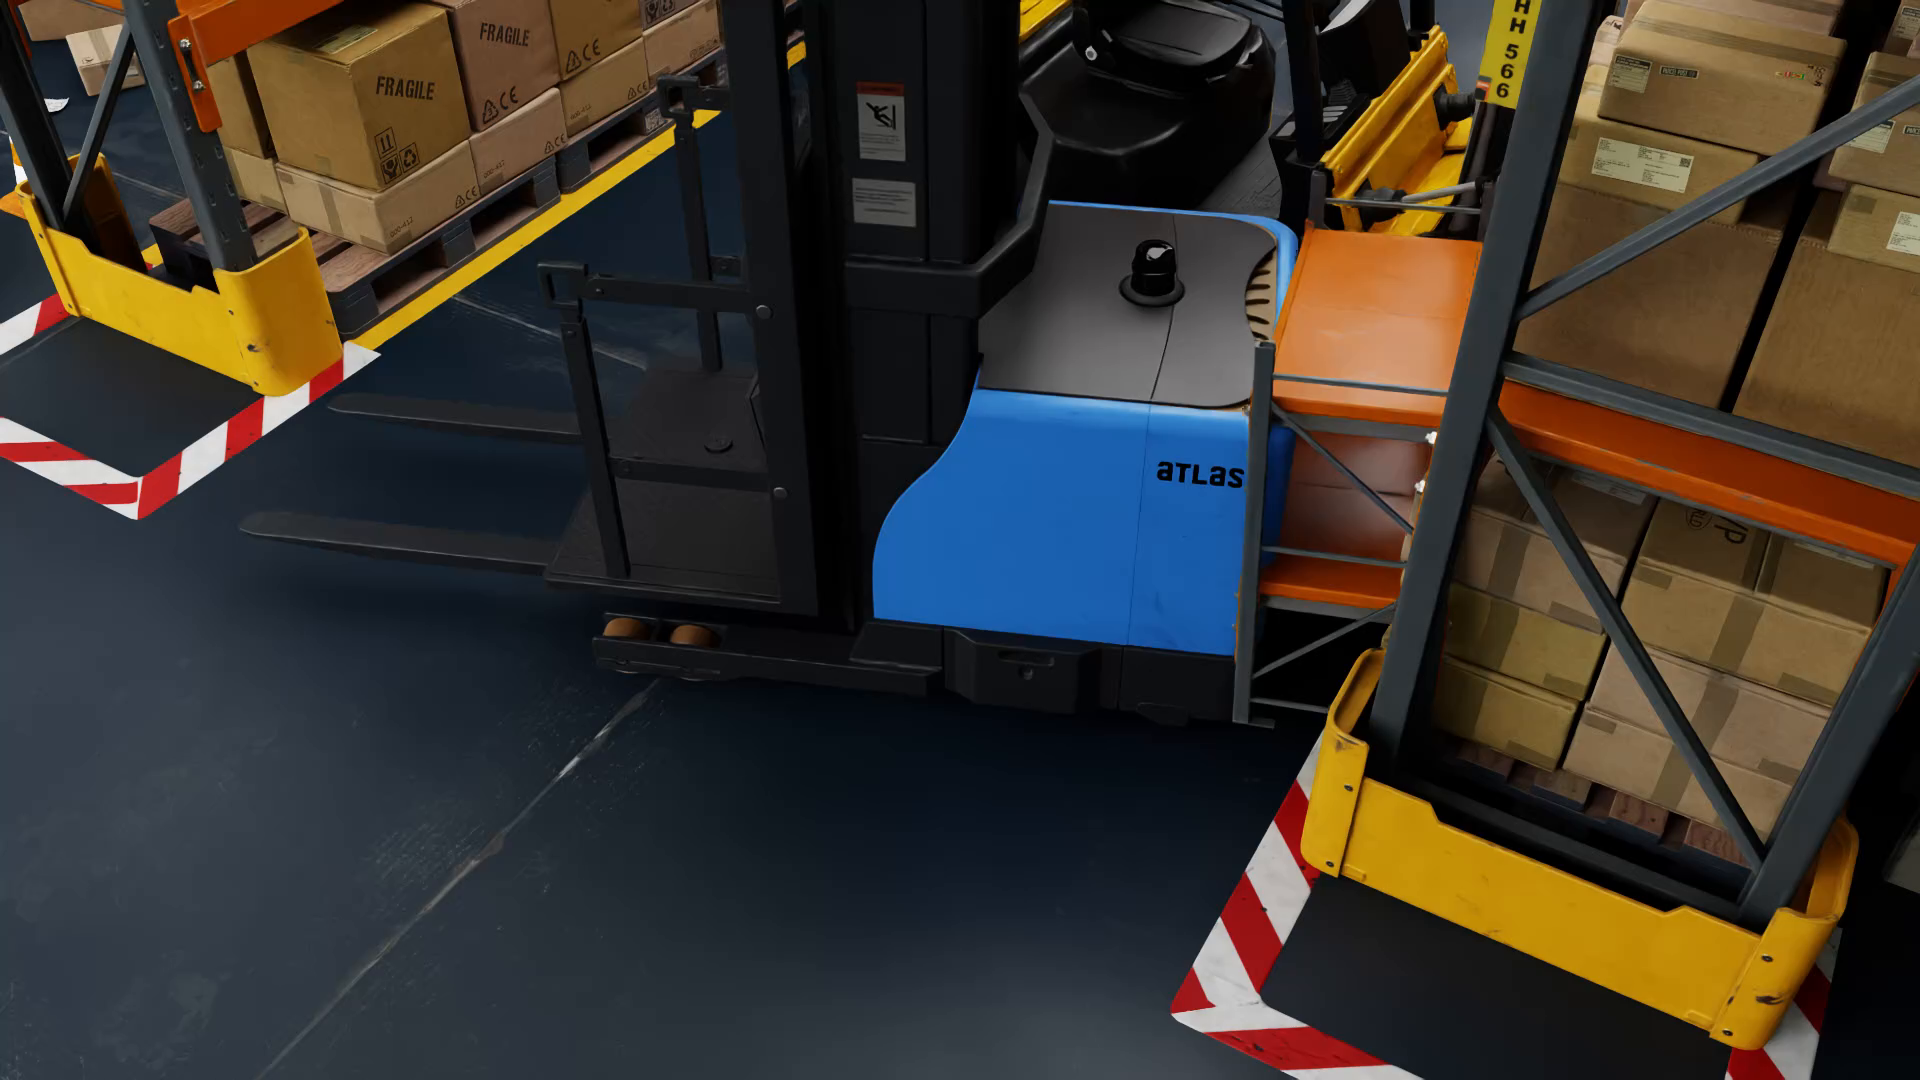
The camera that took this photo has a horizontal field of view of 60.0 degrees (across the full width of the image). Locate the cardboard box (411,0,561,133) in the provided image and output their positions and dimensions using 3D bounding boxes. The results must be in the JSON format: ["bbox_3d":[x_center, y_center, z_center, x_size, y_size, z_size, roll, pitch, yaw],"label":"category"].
[{"bbox_3d":[-1.921,-1.951,6.391,0.500,0.500,0.500,19,45,21],"label":"cardboard box"}]

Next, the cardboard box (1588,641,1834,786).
[{"bbox_3d":[1.881,0.267,4.062,0.500,0.250,0.500,22,46,23],"label":"cardboard box"}]

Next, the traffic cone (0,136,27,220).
[{"bbox_3d":[-3.735,-1.580,6.694,0.336,0.463,0.334,21,45,22],"label":"traffic cone"}]

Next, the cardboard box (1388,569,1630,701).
[{"bbox_3d":[1.439,0.085,4.268,0.500,0.250,0.500,20,45,22],"label":"cardboard box"}]

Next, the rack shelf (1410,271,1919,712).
[{"bbox_3d":[2.467,-1.094,4.767,1.077,0.370,4.000,21,45,22],"label":"rack shelf"}]

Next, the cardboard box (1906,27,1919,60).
[{"bbox_3d":[2.006,-0.865,3.171,0.380,0.149,0.250,22,46,23],"label":"cardboard box"}]

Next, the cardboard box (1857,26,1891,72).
[{"bbox_3d":[2.061,-0.914,3.452,0.380,0.149,0.250,20,45,21],"label":"cardboard box"}]

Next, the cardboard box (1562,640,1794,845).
[{"bbox_3d":[1.881,0.438,4.245,0.500,0.250,0.500,21,46,22],"label":"cardboard box"}]

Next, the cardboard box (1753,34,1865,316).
[{"bbox_3d":[1.753,-0.919,3.949,0.500,0.500,0.500,22,46,23],"label":"cardboard box"}]

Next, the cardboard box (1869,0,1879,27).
[{"bbox_3d":[2.521,-1.785,4.931,0.500,0.500,0.500,20,45,22],"label":"cardboard box"}]

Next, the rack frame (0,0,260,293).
[{"bbox_3d":[-2.833,-1.859,5.091,1.000,3.000,0.127,21,45,22],"label":"rack frame"}]

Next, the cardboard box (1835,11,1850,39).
[{"bbox_3d":[1.816,-1.214,3.792,0.380,0.149,0.250,21,45,22],"label":"cardboard box"}]

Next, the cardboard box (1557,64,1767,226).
[{"bbox_3d":[1.397,-0.792,3.313,0.380,0.149,0.250,22,46,23],"label":"cardboard box"}]

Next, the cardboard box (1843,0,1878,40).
[{"bbox_3d":[2.009,-1.213,4.282,0.500,0.500,0.500,20,45,21],"label":"cardboard box"}]

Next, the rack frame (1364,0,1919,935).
[{"bbox_3d":[1.466,-0.220,3.230,1.000,3.000,0.127,21,45,22],"label":"rack frame"}]

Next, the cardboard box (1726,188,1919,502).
[{"bbox_3d":[1.954,-0.449,3.414,0.500,0.500,0.500,22,46,23],"label":"cardboard box"}]

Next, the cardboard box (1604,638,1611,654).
[{"bbox_3d":[1.685,0.000,4.743,0.500,0.250,0.500,21,45,22],"label":"cardboard box"}]

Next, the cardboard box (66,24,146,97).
[{"bbox_3d":[-3.927,-2.207,7.643,0.250,0.149,0.380,-21,45,-22],"label":"cardboard box"}]

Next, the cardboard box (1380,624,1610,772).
[{"bbox_3d":[1.428,0.281,4.424,0.500,0.250,0.500,21,46,22],"label":"cardboard box"}]

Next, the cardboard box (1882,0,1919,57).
[{"bbox_3d":[2.099,-1.028,3.356,0.380,0.149,0.250,22,46,23],"label":"cardboard box"}]

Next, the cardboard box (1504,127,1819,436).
[{"bbox_3d":[1.485,-0.626,3.615,0.500,0.500,0.500,20,45,21],"label":"cardboard box"}]

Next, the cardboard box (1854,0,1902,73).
[{"bbox_3d":[2.444,-1.043,4.090,0.500,0.500,0.500,20,45,22],"label":"cardboard box"}]

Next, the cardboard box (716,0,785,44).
[{"bbox_3d":[-1.153,-2.538,7.625,0.500,0.250,0.500,20,45,21],"label":"cardboard box"}]

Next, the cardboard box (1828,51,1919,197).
[{"bbox_3d":[1.819,-0.734,3.022,0.380,0.149,0.250,20,45,21],"label":"cardboard box"}]

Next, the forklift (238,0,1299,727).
[{"bbox_3d":[-0.605,-1.032,4.205,3.031,2.935,1.130,6,42,7],"label":"forklift"}]

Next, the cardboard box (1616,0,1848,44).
[{"bbox_3d":[1.559,-1.038,3.368,0.380,0.149,0.250,21,46,22],"label":"cardboard box"}]

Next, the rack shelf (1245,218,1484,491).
[{"bbox_3d":[1.075,-0.476,4.277,0.538,0.278,1.000,8,36,15],"label":"rack shelf"}]

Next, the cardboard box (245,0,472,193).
[{"bbox_3d":[-2.179,-1.650,6.049,0.500,0.500,0.500,19,45,21],"label":"cardboard box"}]

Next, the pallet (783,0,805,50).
[{"bbox_3d":[-1.137,-2.705,8.162,1.003,0.211,1.213,21,45,22],"label":"pallet"}]

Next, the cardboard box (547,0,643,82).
[{"bbox_3d":[-1.663,-2.235,6.714,0.500,0.500,0.500,22,46,23],"label":"cardboard box"}]

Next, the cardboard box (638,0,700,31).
[{"bbox_3d":[-1.403,-2.544,7.064,0.500,0.500,0.500,23,46,24],"label":"cardboard box"}]

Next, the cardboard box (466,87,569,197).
[{"bbox_3d":[-1.928,-1.644,6.610,0.500,0.250,0.500,23,46,24],"label":"cardboard box"}]

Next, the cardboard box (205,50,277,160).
[{"bbox_3d":[-2.658,-1.811,6.232,0.500,0.500,0.500,21,46,22],"label":"cardboard box"}]

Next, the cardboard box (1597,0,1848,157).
[{"bbox_3d":[1.463,-0.887,3.196,0.380,0.149,0.250,21,46,22],"label":"cardboard box"}]

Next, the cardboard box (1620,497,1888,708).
[{"bbox_3d":[1.870,0.067,3.910,0.500,0.250,0.500,20,45,21],"label":"cardboard box"}]

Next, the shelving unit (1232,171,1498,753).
[{"bbox_3d":[1.088,-0.236,4.443,0.538,1.125,1.048,8,36,15],"label":"shelving unit"}]

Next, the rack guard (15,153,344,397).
[{"bbox_3d":[-2.795,-0.964,5.967,1.175,0.500,0.348,21,45,22],"label":"rack guard"}]

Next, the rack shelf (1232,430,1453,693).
[{"bbox_3d":[1.100,-0.035,4.582,0.538,0.278,1.000,8,36,15],"label":"rack shelf"}]

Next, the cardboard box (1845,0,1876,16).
[{"bbox_3d":[1.856,-1.315,3.682,0.380,0.149,0.250,21,46,22],"label":"cardboard box"}]

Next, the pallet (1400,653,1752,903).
[{"bbox_3d":[1.812,0.375,4.664,1.003,0.211,1.213,21,45,22],"label":"pallet"}]

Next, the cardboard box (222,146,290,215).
[{"bbox_3d":[-2.650,-1.550,6.503,0.500,0.250,0.500,21,45,22],"label":"cardboard box"}]

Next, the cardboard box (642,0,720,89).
[{"bbox_3d":[-1.411,-2.249,7.297,0.500,0.250,0.500,22,46,23],"label":"cardboard box"}]

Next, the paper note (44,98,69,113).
[{"bbox_3d":[-4.084,-1.944,7.434,0.148,0.019,0.142,7,42,8],"label":"paper note"}]

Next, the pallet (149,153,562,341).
[{"bbox_3d":[-2.358,-1.309,6.577,1.003,0.211,1.213,21,45,22],"label":"pallet"}]

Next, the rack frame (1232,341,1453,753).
[{"bbox_3d":[0.941,0.047,4.047,0.500,1.125,0.032,8,36,15],"label":"rack frame"}]

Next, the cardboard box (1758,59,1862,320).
[{"bbox_3d":[2.196,-0.754,3.761,0.500,0.500,0.500,22,46,23],"label":"cardboard box"}]

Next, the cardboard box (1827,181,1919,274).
[{"bbox_3d":[1.860,-0.609,3.105,0.380,0.149,0.250,20,45,21],"label":"cardboard box"}]

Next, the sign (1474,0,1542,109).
[{"bbox_3d":[1.003,-0.930,2.982,0.100,0.325,0.005,21,45,22],"label":"sign"}]

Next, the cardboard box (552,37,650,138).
[{"bbox_3d":[-1.666,-1.961,6.970,0.500,0.250,0.500,24,47,25],"label":"cardboard box"}]

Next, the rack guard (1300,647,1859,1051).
[{"bbox_3d":[1.454,0.732,4.040,1.175,0.500,0.348,21,45,22],"label":"rack guard"}]

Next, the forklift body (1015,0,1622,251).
[{"bbox_3d":[0.835,-1.589,5.427,2.313,2.155,1.214,21,45,22],"label":"forklift body"}]

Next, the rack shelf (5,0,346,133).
[{"bbox_3d":[-1.833,-2.733,6.629,1.077,0.370,4.000,21,45,22],"label":"rack shelf"}]

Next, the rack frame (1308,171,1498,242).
[{"bbox_3d":[1.236,-0.519,4.839,0.500,1.125,0.032,8,36,15],"label":"rack frame"}]

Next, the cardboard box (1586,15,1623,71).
[{"bbox_3d":[1.499,-0.948,3.490,0.380,0.149,0.250,22,46,23],"label":"cardboard box"}]

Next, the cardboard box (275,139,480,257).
[{"bbox_3d":[-2.190,-1.355,6.282,0.500,0.250,0.500,21,45,22],"label":"cardboard box"}]

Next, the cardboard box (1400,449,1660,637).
[{"bbox_3d":[1.426,-0.087,4.086,0.500,0.250,0.500,22,46,23],"label":"cardboard box"}]

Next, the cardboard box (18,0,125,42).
[{"bbox_3d":[-4.146,-2.765,8.008,0.797,0.503,0.637,-7,42,-7],"label":"cardboard box"}]

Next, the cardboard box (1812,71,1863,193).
[{"bbox_3d":[1.929,-0.771,3.290,0.380,0.149,0.250,21,45,22],"label":"cardboard box"}]

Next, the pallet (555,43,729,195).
[{"bbox_3d":[-1.747,-2.005,7.367,1.003,0.211,1.213,21,45,22],"label":"pallet"}]
